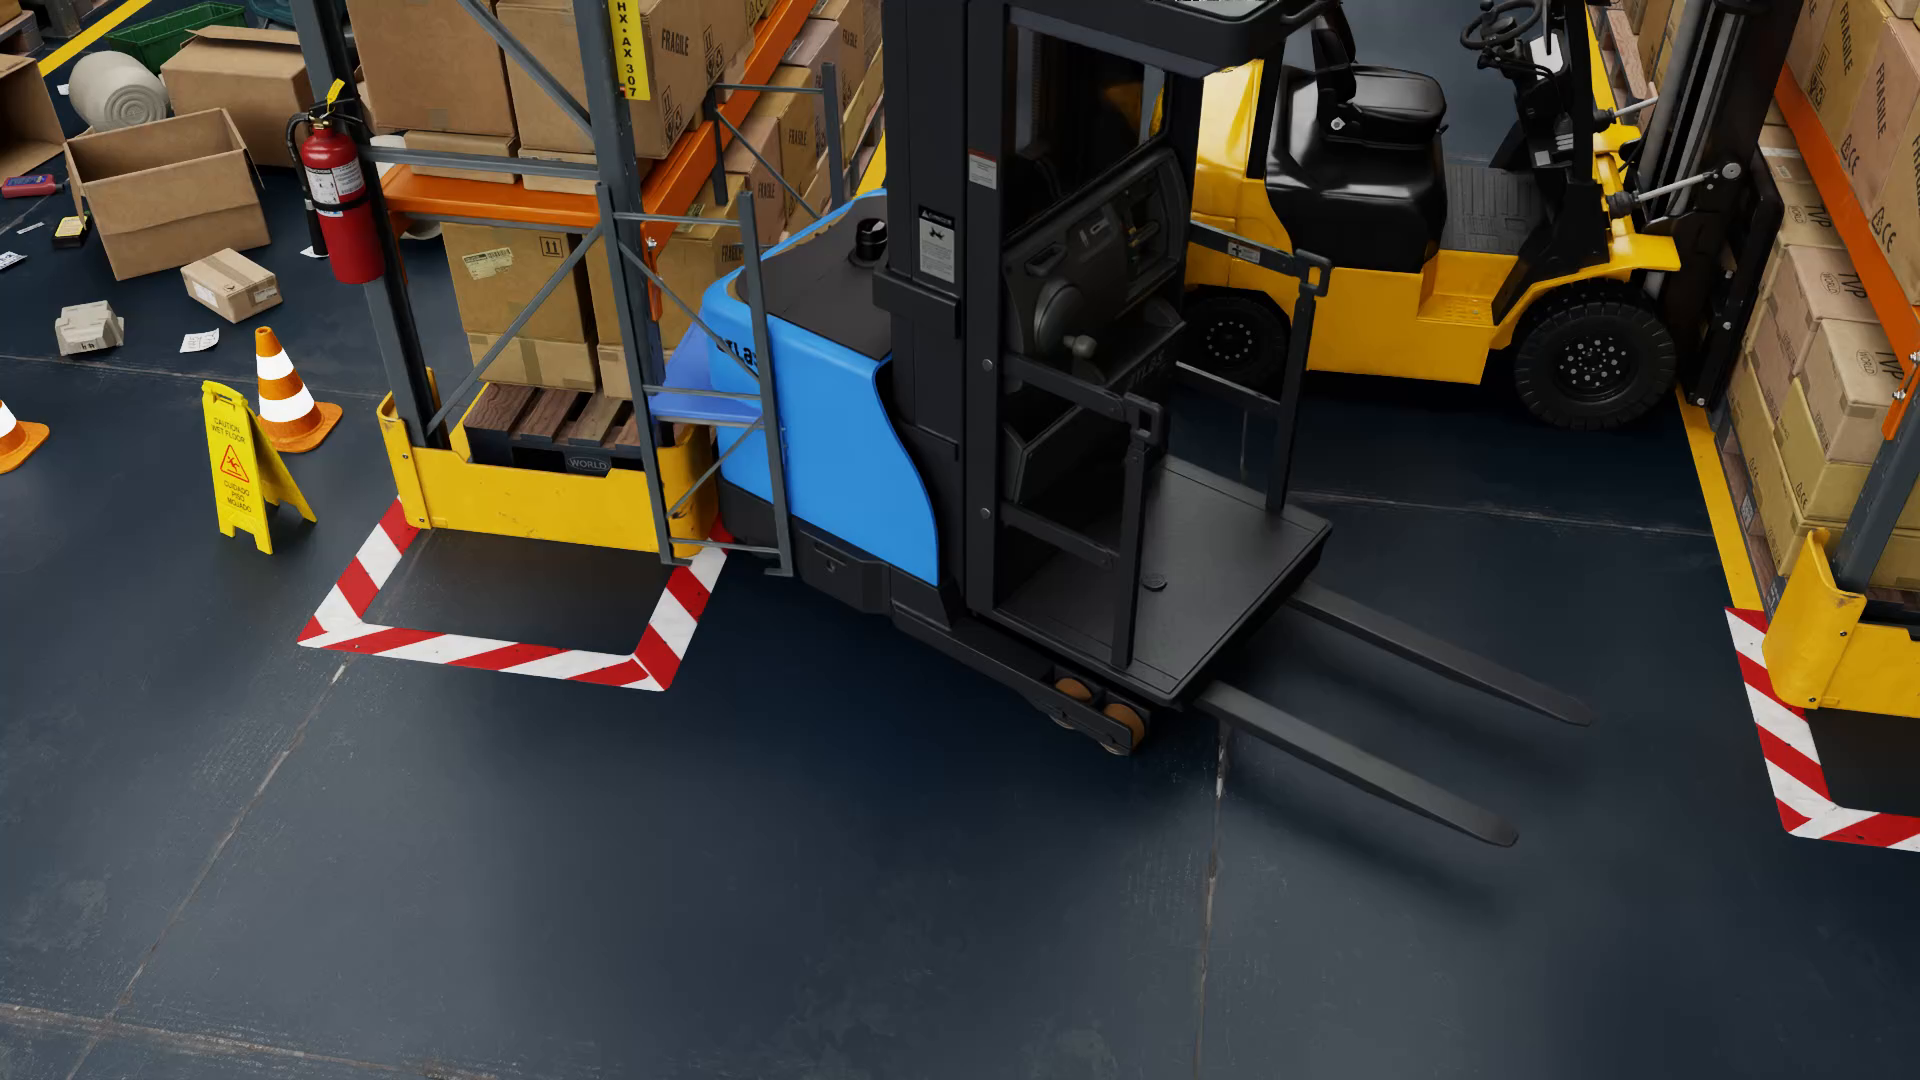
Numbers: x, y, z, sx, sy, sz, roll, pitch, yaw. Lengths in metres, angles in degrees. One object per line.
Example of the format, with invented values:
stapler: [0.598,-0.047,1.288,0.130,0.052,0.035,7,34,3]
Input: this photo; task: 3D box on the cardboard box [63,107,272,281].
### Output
cardboard box: [-3.724,-1.627,7.823,0.797,0.503,0.637,-20,44,-23]

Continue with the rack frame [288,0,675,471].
rack frame: [-1.534,-1.208,5.357,1.000,3.000,0.127,6,40,8]

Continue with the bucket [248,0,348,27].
bucket: [-3.488,-3.185,9.124,0.726,0.611,0.620,20,34,23]

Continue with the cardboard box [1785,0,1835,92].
cardboard box: [3.445,-2.002,6.239,0.500,0.500,0.500,7,40,8]

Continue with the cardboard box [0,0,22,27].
cardboard box: [-5.913,-3.156,9.051,0.875,0.875,0.875,7,40,8]

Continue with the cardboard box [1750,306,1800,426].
cardboard box: [3.229,-0.611,6.071,0.500,0.250,0.500,6,40,7]

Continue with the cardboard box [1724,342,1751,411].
cardboard box: [3.316,-0.718,6.593,0.500,0.250,0.500,7,40,8]

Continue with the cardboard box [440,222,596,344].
cardboard box: [-1.652,-1.130,6.503,0.500,0.500,0.500,7,40,8]

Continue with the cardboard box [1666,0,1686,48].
cardboard box: [3.655,-2.391,7.832,0.500,0.250,0.500,6,40,7]

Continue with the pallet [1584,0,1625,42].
pallet: [4.345,-3.333,10.115,1.003,0.211,1.213,6,40,8]

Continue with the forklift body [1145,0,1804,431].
forklift body: [1.887,-1.727,6.651,2.313,2.155,1.214,6,40,8]

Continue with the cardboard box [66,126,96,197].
cardboard box: [-4.218,-1.865,8.297,0.396,0.266,0.258,13,41,15]

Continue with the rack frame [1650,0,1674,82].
rack frame: [4.047,-3.173,7.734,1.000,3.000,0.127,6,40,8]

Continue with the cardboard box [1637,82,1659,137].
cardboard box: [3.638,-2.008,8.153,0.500,0.250,0.500,7,40,8]

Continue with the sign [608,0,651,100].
sign: [-1.000,-1.481,5.008,0.100,0.325,0.005,6,40,8]

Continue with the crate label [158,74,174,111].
crate label: [-4.272,-2.501,9.167,0.298,0.136,0.250,-20,44,-23]

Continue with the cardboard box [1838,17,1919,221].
cardboard box: [3.281,-1.363,5.467,0.500,0.500,0.500,8,40,9]

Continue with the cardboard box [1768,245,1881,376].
cardboard box: [3.210,-0.795,5.901,0.500,0.250,0.500,7,40,8]

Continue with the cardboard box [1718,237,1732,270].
cardboard box: [3.388,-1.251,6.845,0.500,0.250,0.500,6,40,8]

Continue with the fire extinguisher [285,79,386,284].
fire extinguisher: [-2.008,-1.157,5.356,0.296,0.674,0.183,6,40,8]

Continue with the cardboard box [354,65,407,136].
cardboard box: [-3.097,-2.390,8.932,0.258,0.266,0.396,-20,44,-23]

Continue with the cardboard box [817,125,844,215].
cardboard box: [-0.854,-1.765,7.860,0.500,0.250,0.500,7,40,8]

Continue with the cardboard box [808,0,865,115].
cardboard box: [-0.766,-2.389,8.025,0.500,0.500,0.500,7,40,8]

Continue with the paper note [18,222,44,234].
paper note: [-4.513,-1.515,8.074,0.032,0.001,0.123,28,47,30]

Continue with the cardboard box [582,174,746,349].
cardboard box: [-1.119,-1.089,6.453,0.500,0.500,0.500,5,40,6]

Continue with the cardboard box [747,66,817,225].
cardboard box: [-0.938,-1.732,7.231,0.500,0.500,0.500,7,40,9]

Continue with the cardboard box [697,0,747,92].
cardboard box: [-1.093,-1.953,5.946,0.500,0.500,0.500,8,40,9]

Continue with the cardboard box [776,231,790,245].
cardboard box: [-1.026,-1.105,7.061,0.500,0.250,0.500,8,40,9]

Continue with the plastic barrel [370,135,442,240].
plastic barrel: [-2.668,-1.678,7.947,0.421,0.421,0.512,-28,47,-30]

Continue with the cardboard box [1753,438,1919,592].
cardboard box: [3.125,-0.094,5.838,0.500,0.250,0.500,7,40,8]

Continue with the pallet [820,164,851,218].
pallet: [-1.132,-1.450,7.838,1.003,0.211,1.213,6,40,8]

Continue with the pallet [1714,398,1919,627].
pallet: [3.446,-0.072,6.172,1.003,0.211,1.213,6,40,8]

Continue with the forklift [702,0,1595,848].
forklift: [0.592,-0.819,4.940,3.031,2.935,1.130,26,46,28]

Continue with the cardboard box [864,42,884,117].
cardboard box: [-0.680,-2.419,8.651,0.500,0.250,0.500,8,40,10]

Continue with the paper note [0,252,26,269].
paper note: [-4.491,-1.316,7.819,0.144,0.017,0.142,20,44,23]

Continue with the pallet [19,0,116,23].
pallet: [-5.676,-3.618,10.461,1.003,0.211,1.213,6,40,8]

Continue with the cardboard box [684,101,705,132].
cardboard box: [-1.116,-1.619,6.051,0.380,0.149,0.250,5,40,6]

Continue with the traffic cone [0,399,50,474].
traffic cone: [-3.882,-0.551,6.553,0.336,0.463,0.334,6,40,8]

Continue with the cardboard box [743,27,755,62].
cardboard box: [-1.015,-1.939,6.438,0.380,0.149,0.250,7,40,9]

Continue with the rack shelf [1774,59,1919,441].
rack shelf: [3.701,-1.640,6.445,1.077,0.370,4.000,6,40,8]

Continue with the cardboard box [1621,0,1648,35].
cardboard box: [4.269,-3.234,9.342,0.875,0.625,0.625,6,40,7]

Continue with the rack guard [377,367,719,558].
rack guard: [-1.521,-0.292,6.211,1.175,0.500,0.348,6,40,8]

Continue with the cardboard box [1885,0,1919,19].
cardboard box: [3.313,-1.846,5.542,0.380,0.149,0.250,5,40,6]

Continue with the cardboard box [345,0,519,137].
cardboard box: [-1.712,-1.732,5.679,0.500,0.500,0.500,6,40,7]

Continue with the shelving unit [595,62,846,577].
shelving unit: [-0.765,-0.799,5.962,0.538,1.500,1.048,6,39,9]

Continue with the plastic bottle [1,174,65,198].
plastic bottle: [-4.645,-1.781,8.356,0.283,0.061,0.133,-6,40,-8]

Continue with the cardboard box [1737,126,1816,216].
cardboard box: [3.383,-1.429,6.669,0.500,0.250,0.500,6,40,7]

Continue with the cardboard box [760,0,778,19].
cardboard box: [-0.954,-2.274,6.843,0.380,0.149,0.250,5,40,6]

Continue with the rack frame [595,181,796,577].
rack frame: [-0.861,-0.490,5.571,0.500,1.500,0.032,6,39,9]

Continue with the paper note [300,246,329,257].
paper note: [-3.036,-1.388,7.914,0.148,0.019,0.142,20,44,23]
